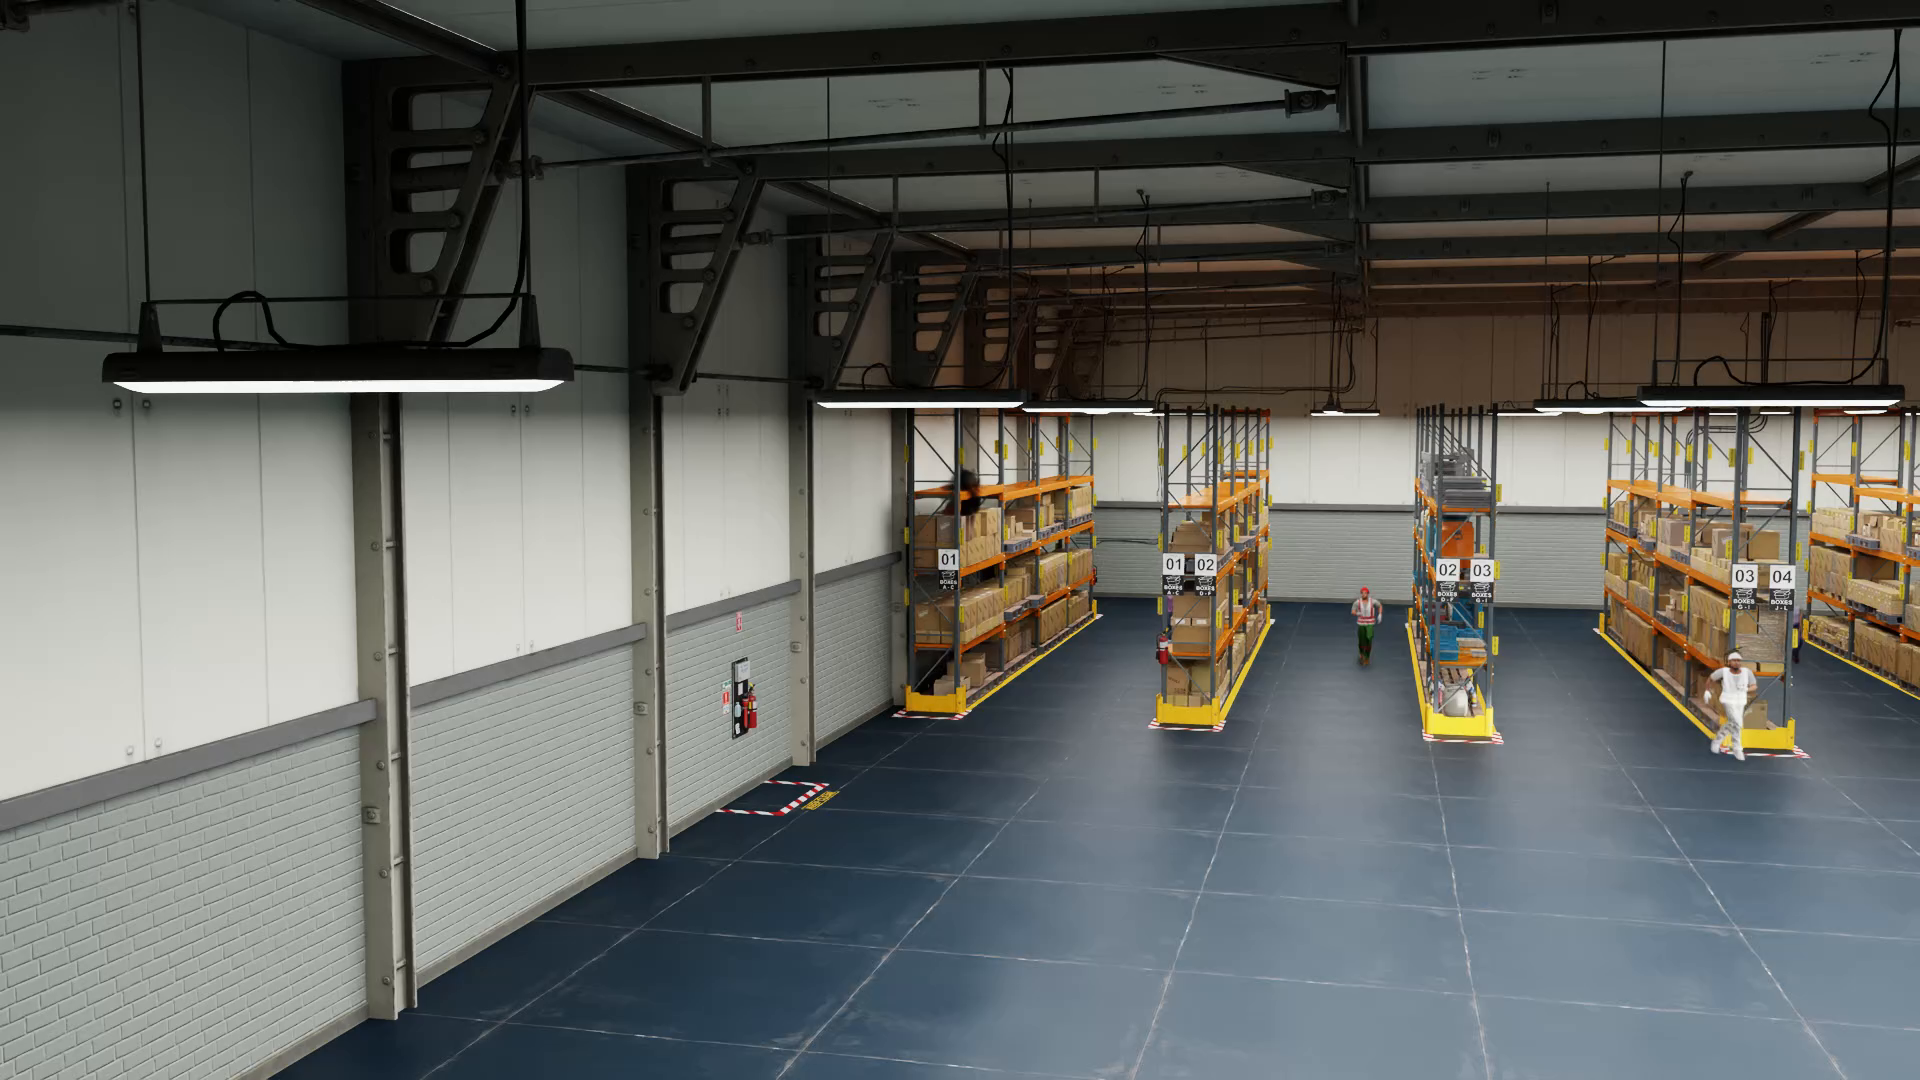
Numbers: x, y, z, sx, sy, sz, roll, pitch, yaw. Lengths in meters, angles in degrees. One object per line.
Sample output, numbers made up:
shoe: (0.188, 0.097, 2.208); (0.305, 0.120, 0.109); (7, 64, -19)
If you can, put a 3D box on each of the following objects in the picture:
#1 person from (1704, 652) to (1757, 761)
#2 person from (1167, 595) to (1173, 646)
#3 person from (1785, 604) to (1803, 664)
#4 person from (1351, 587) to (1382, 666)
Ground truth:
person: (13.066, 2.795, 28.133); (0.728, 1.797, 0.733); (-1, 4, -7)
person: (5.418, 1.907, 42.468); (0.511, 1.496, 0.995); (1, 4, 11)
person: (19.353, 2.127, 38.749); (0.563, 1.542, 0.648); (0, 4, 7)
person: (9.489, 2.007, 38.836); (0.676, 1.837, 0.919); (2, 4, 21)
